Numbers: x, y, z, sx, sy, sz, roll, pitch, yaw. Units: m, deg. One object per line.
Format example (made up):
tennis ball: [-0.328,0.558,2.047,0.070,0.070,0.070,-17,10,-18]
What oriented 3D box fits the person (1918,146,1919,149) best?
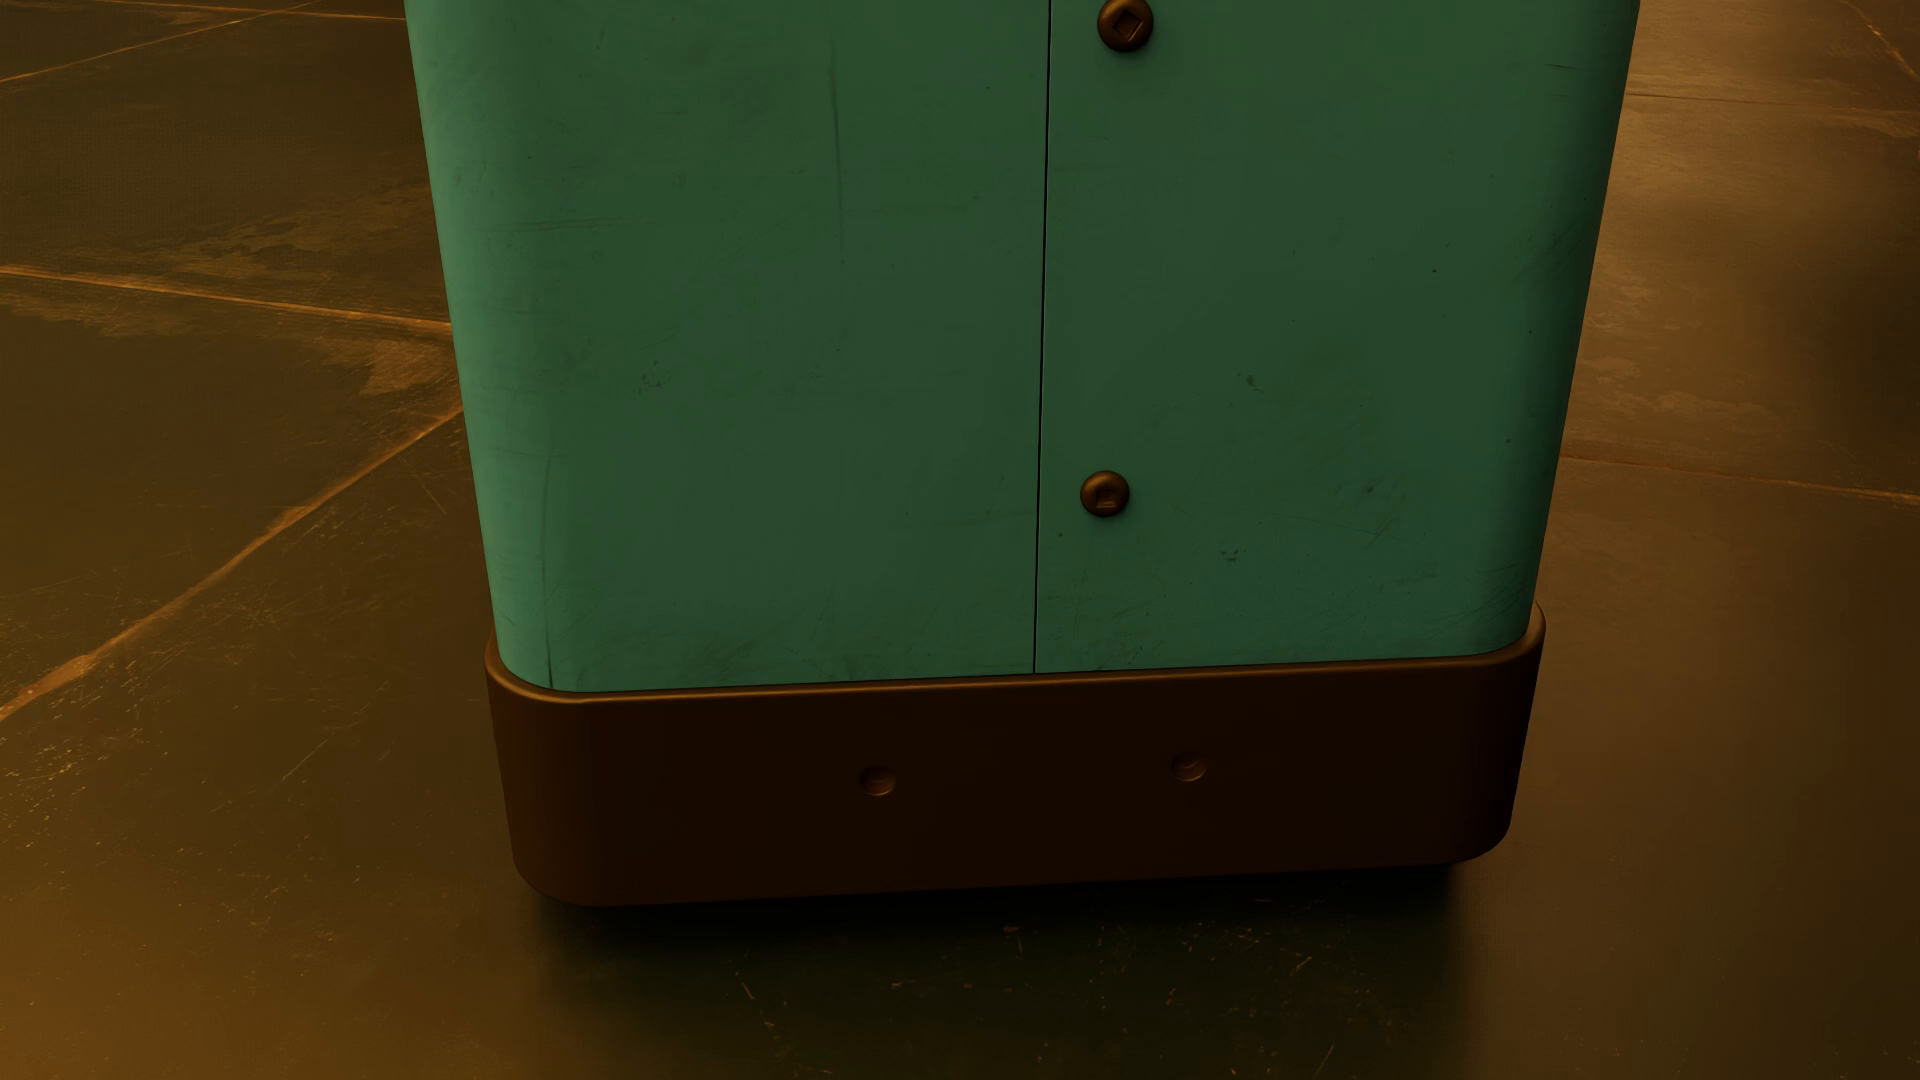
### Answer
person: [3.004,-1.702,4.175,1.069,1.688,0.539,7,28,14]

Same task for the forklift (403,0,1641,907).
forklift: [-0.048,-1.581,2.374,1.130,2.935,3.031,-2,27,-4]
